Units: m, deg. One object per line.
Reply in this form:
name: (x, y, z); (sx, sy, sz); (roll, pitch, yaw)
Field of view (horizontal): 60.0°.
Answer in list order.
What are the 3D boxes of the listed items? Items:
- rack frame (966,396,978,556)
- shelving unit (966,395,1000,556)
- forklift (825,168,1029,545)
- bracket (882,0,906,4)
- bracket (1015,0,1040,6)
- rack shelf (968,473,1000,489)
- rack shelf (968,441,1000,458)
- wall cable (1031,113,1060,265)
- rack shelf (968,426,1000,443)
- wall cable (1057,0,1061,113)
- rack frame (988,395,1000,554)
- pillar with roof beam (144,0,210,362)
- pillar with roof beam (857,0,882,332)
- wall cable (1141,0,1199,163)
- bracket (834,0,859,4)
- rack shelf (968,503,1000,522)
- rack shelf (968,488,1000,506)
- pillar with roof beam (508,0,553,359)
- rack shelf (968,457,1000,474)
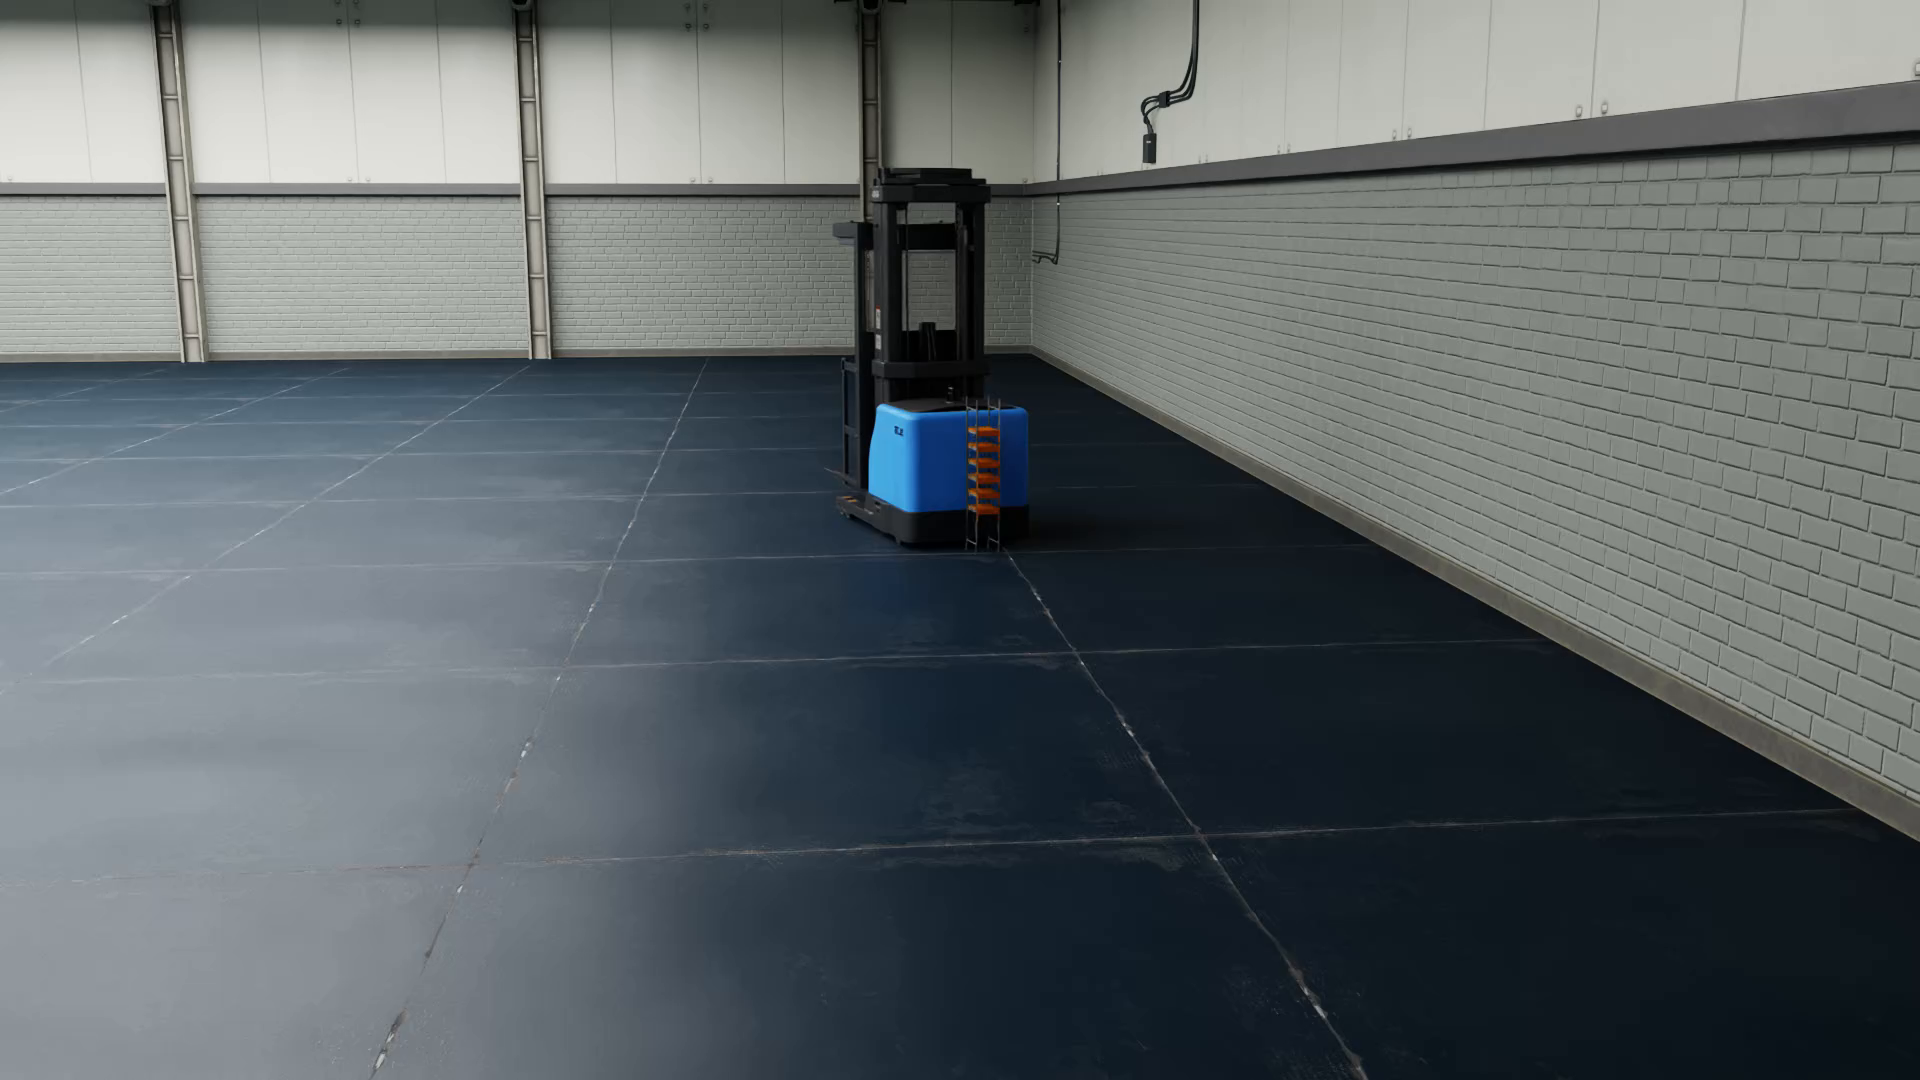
rack frame: (0.091, -0.491, 12.754); (0.006, 1.200, 0.240); (-4, 12, -20)
shelving unit: (0.177, -0.497, 12.785); (0.189, 1.200, 0.258); (-4, 12, -20)
forklift: (-0.431, -1.645, 14.137); (1.130, 2.935, 3.031); (-4, 12, -20)
bracket: (-1.165, -9.538, 29.227); (0.430, 0.232, 0.235); (-1, 11, -6)
bracket: (1.191, -9.588, 29.478); (0.430, 0.232, 0.235); (-1, 11, -6)
rack shelf: (0.177, -0.453, 12.794); (0.180, 0.103, 0.258); (-4, 12, -20)
rack shelf: (0.177, -0.689, 12.747); (0.180, 0.103, 0.258); (-4, 12, -20)
wall cable: (1.456, -6.116, 29.198); (0.112, 2.526, 3.097); (-1, 11, -6)
rack shelf: (0.177, -0.807, 12.724); (0.180, 0.103, 0.258); (-4, 12, -20)
wall cable: (1.748, -8.075, 26.072); (0.112, 2.526, 3.097); (-1, 11, -6)
rack frame: (0.263, -0.503, 12.816); (0.006, 1.200, 0.240); (-4, 12, -20)
pillar with roof beam: (-13.081, -6.756, 24.406); (0.548, 9.000, 9.100); (-1, 11, -6)
pillar with roof beam: (-1.151, -7.006, 25.677); (0.548, 9.000, 9.100); (-1, 11, -6)
wall cable: (2.465, -7.487, 19.308); (0.169, 6.003, 2.305); (-1, 11, -6)
bracket: (-1.990, -9.521, 29.139); (0.430, 0.232, 0.235); (-1, 11, -6)
rack shelf: (0.177, -0.218, 12.840); (0.180, 0.103, 0.258); (-4, 12, -20)
rack shelf: (0.177, -0.336, 12.817); (0.180, 0.103, 0.258); (-4, 12, -20)
pillar with roof beam: (-7.116, -6.881, 25.041); (0.548, 9.000, 9.100); (-1, 11, -6)
rack shelf: (0.177, -0.571, 12.770); (0.180, 0.103, 0.258); (-4, 12, -20)
